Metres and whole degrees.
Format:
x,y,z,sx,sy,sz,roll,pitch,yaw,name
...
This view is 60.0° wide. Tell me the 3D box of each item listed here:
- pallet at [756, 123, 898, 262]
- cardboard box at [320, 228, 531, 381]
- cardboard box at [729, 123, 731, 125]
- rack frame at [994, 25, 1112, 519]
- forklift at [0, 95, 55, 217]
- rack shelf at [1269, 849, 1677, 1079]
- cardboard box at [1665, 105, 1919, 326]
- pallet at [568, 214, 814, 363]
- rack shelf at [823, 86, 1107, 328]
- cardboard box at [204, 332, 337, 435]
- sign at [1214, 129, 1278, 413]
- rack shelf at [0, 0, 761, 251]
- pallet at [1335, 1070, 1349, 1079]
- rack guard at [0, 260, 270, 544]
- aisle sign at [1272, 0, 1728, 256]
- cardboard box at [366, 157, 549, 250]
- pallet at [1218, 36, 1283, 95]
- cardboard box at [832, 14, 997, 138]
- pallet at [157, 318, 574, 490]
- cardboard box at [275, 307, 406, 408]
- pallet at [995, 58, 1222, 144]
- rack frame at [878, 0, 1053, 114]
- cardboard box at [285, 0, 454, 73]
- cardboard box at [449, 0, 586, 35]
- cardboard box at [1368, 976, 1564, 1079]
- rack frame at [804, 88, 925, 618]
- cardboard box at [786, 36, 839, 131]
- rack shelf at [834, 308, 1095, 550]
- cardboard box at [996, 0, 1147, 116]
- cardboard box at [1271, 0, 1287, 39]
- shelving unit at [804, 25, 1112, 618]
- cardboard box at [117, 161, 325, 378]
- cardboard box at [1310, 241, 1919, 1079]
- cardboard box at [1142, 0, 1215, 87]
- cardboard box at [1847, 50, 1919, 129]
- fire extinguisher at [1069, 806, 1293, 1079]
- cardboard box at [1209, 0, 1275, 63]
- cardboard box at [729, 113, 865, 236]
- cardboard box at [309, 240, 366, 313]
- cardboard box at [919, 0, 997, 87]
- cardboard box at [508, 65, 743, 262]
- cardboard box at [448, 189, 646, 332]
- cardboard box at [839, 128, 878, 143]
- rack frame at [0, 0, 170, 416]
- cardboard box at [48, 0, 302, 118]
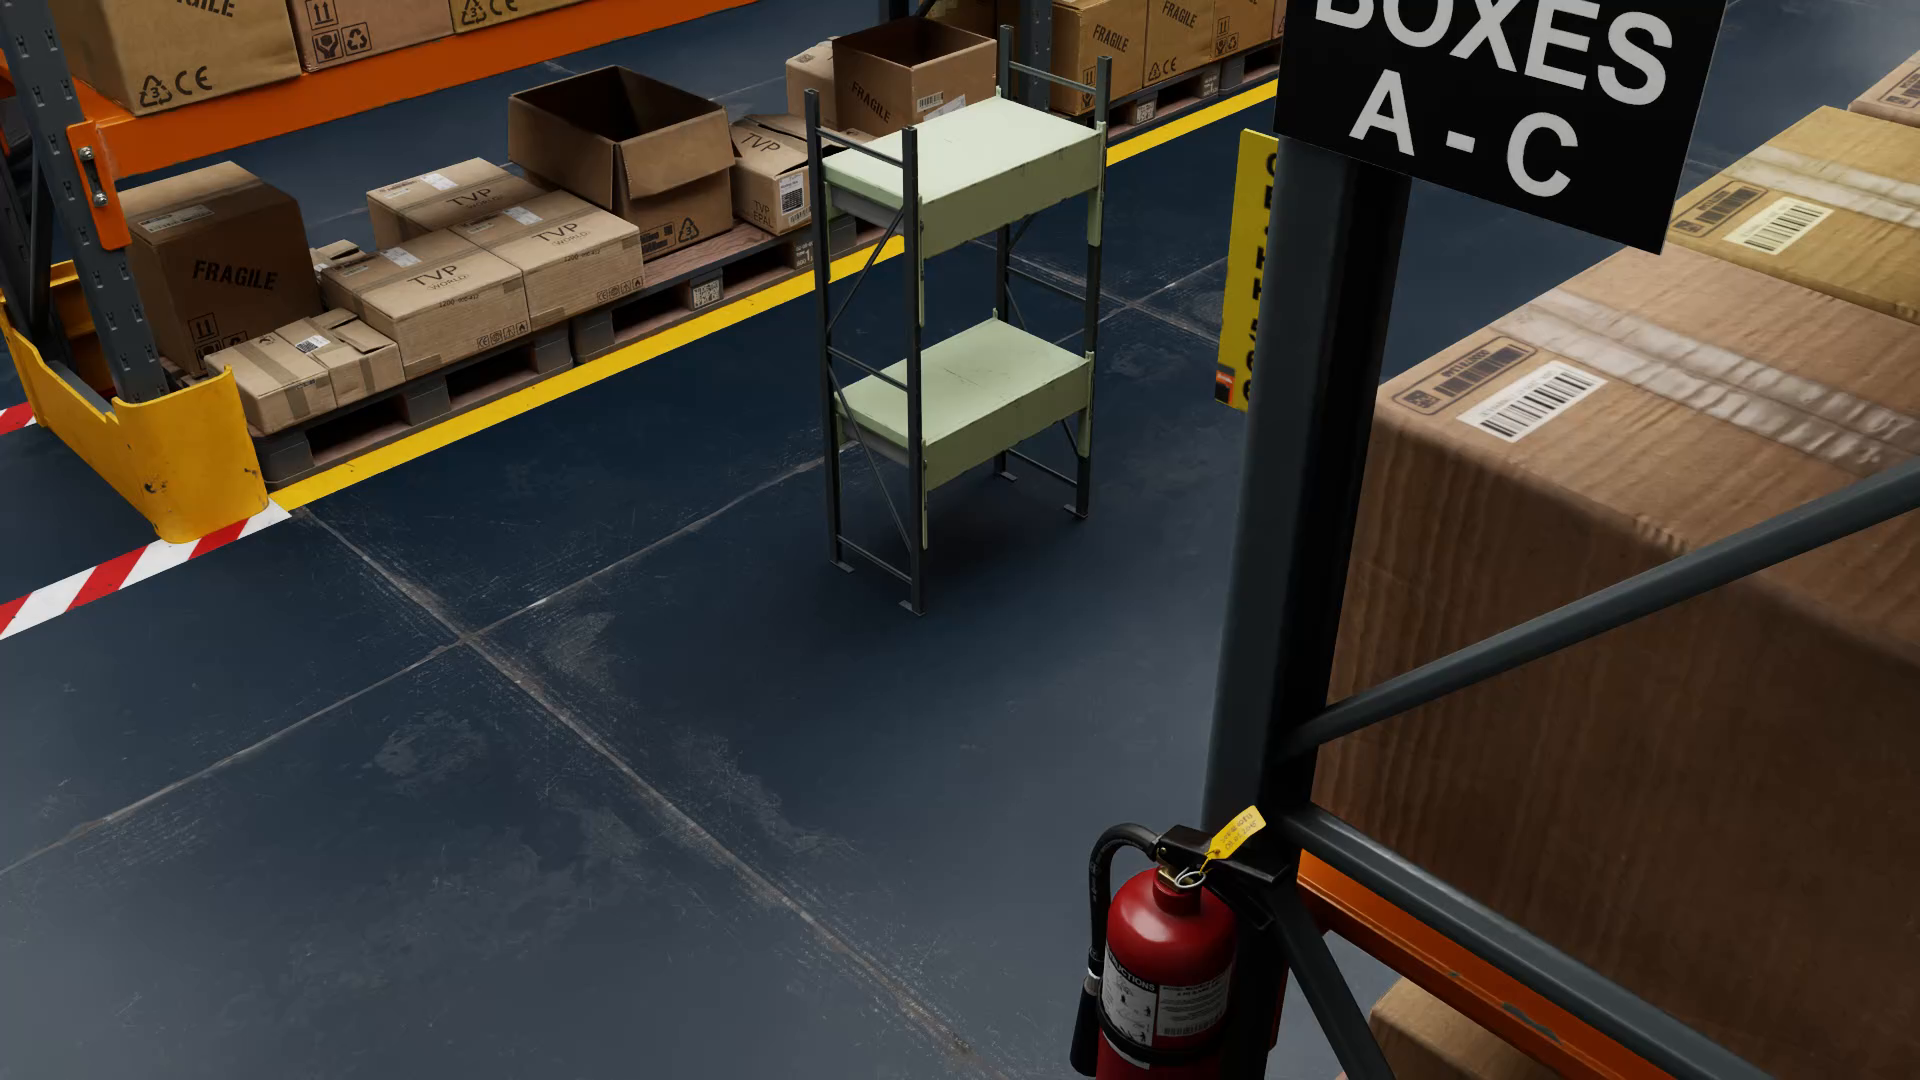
x,y,z,sx,sy,sz,roll,pitch,yaw,name
-0.478,-1.678,7.471,1.003,0.211,1.213,30,45,35,pallet
-1.875,-0.838,5.849,0.500,0.250,0.500,30,45,35,cardboard box
-1.045,-1.680,7.129,0.380,0.166,0.250,30,45,35,cardboard box
0.263,-0.766,5.038,0.400,1.500,0.023,30,45,35,rack frame
-4.510,-2.677,6.526,1.130,2.935,3.031,4,35,6,forklift
2.116,0.002,3.254,1.077,0.370,4.000,30,45,35,rack shelf
1.564,-0.115,2.531,0.980,0.700,0.700,29,44,35,cardboard box
-1.337,-1.180,6.758,1.003,0.211,1.213,30,45,35,pallet
0.005,-0.938,4.602,0.431,0.370,0.720,30,45,35,rack shelf
-2.272,-0.519,5.479,0.380,0.149,0.250,30,45,35,cardboard box
0.331,-0.278,1.807,0.100,0.325,0.005,30,45,35,sign
-1.402,-1.993,6.115,1.077,0.370,4.000,30,45,35,rack shelf
1.215,1.306,3.192,1.003,0.211,1.213,30,45,35,pallet
-2.758,-0.482,5.504,1.175,0.500,0.348,30,45,35,rack guard
0.443,-0.639,1.272,0.394,0.787,0.004,30,45,35,aisle sign
-1.912,-1.222,6.400,0.500,0.250,0.500,30,45,35,cardboard box
1.413,-2.799,9.079,1.003,0.211,1.213,30,45,35,pallet
-0.193,-1.910,7.167,0.500,0.500,0.500,30,45,35,cardboard box
-2.197,-0.687,6.051,1.003,0.211,1.213,30,45,35,pallet
-2.096,-0.628,5.620,0.380,0.166,0.250,30,45,35,cardboard box
0.553,-2.302,8.366,1.003,0.211,1.213,30,45,35,pallet
0.007,-3.100,7.073,1.000,3.000,0.127,30,45,35,rack frame
-1.952,-1.803,5.125,0.500,0.500,0.500,29,44,35,cardboard box
-1.596,-2.005,5.416,0.500,0.500,0.500,29,44,35,cardboard box
1.129,1.047,2.944,0.700,0.500,0.500,30,45,35,cardboard box
-0.253,-0.469,4.612,0.400,1.500,0.023,30,45,35,rack frame
-0.442,-2.094,7.597,0.500,0.311,0.500,30,45,35,cardboard box
0.005,-0.350,5.011,0.431,0.370,0.720,30,45,35,rack shelf
0.521,-2.353,7.803,0.500,0.500,0.500,27,43,33,cardboard box
1.603,-2.979,8.700,0.500,0.500,0.500,28,43,34,cardboard box
0.005,-0.618,4.825,0.431,1.500,0.755,30,45,35,shelving unit
-2.603,-0.951,5.793,0.500,0.500,0.500,30,45,35,cardboard box
1.059,0.185,2.101,0.700,0.700,0.980,-28,43,-34,cardboard box
0.889,-2.574,8.120,0.500,0.500,0.500,-29,44,-35,cardboard box
2.107,-0.421,2.969,0.980,0.700,0.700,27,43,33,cardboard box
0.273,0.579,2.192,0.296,0.674,0.183,30,45,35,fire extinguisher
1.246,-2.774,8.406,0.500,0.500,0.500,-29,44,-35,cardboard box
-0.722,-1.528,6.784,0.500,0.311,0.500,30,45,35,cardboard box
-2.254,-0.943,6.072,0.380,0.166,0.250,30,45,35,cardboard box
0.151,-2.571,8.115,0.500,0.500,0.500,29,44,35,cardboard box
-1.313,-1.492,6.565,0.797,0.503,0.637,30,45,35,cardboard box
-1.522,-1.041,6.140,0.500,0.250,0.500,30,45,35,cardboard box
-0.415,-1.589,7.014,0.380,0.149,0.250,30,45,35,cardboard box
-2.811,-1.476,4.745,1.000,3.000,0.127,30,45,35,rack frame
-2.312,-1.591,4.822,0.500,0.500,0.500,-29,44,-35,cardboard box
